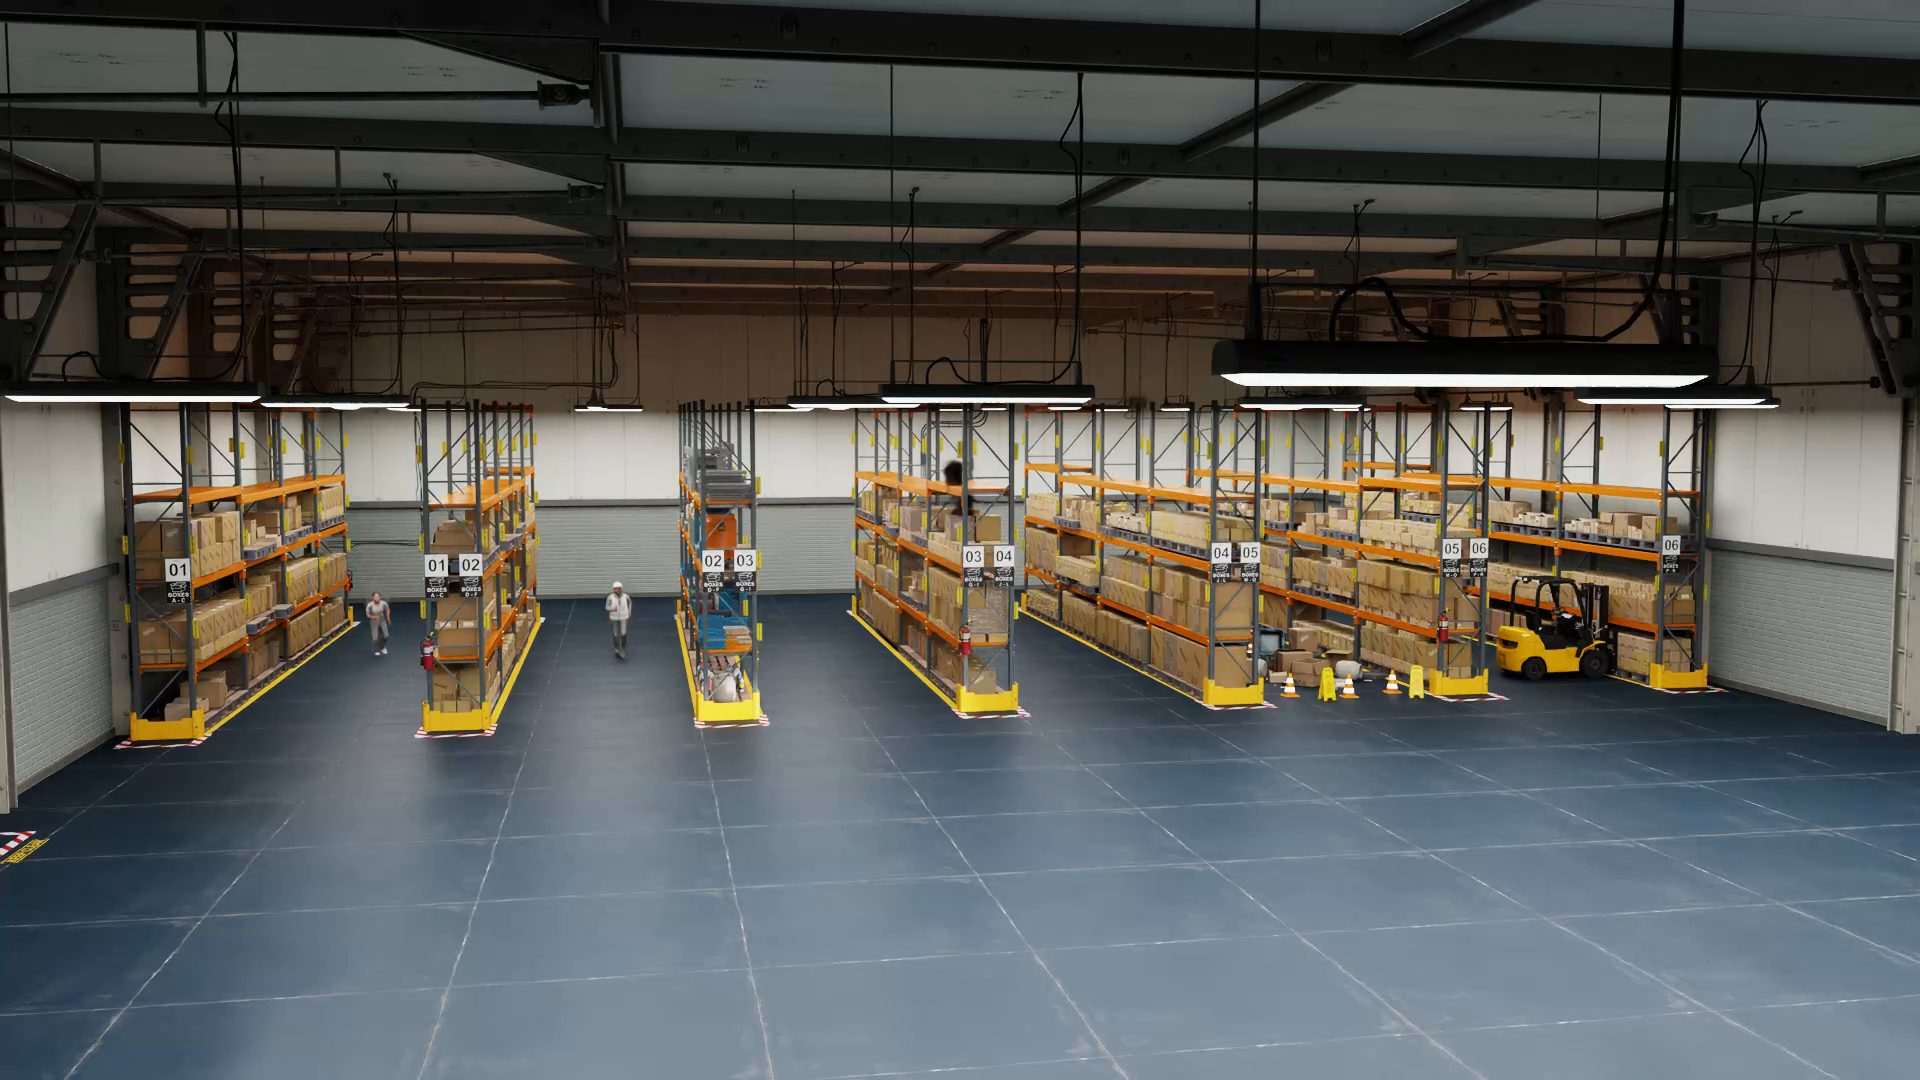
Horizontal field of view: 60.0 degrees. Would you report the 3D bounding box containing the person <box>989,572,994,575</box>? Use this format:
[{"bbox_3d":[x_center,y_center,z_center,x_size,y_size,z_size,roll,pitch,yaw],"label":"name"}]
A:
[{"bbox_3d":[0.855,1.295,47.354,0.667,1.733,0.907,0,4,-2],"label":"person"}]

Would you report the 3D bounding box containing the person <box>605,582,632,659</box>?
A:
[{"bbox_3d":[-8.041,1.889,39.162,0.599,1.825,0.831,-1,4,-10],"label":"person"}]

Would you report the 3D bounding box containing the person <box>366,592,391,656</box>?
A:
[{"bbox_3d":[-13.725,1.983,39.254,0.570,1.562,0.807,-2,5,-27],"label":"person"}]
